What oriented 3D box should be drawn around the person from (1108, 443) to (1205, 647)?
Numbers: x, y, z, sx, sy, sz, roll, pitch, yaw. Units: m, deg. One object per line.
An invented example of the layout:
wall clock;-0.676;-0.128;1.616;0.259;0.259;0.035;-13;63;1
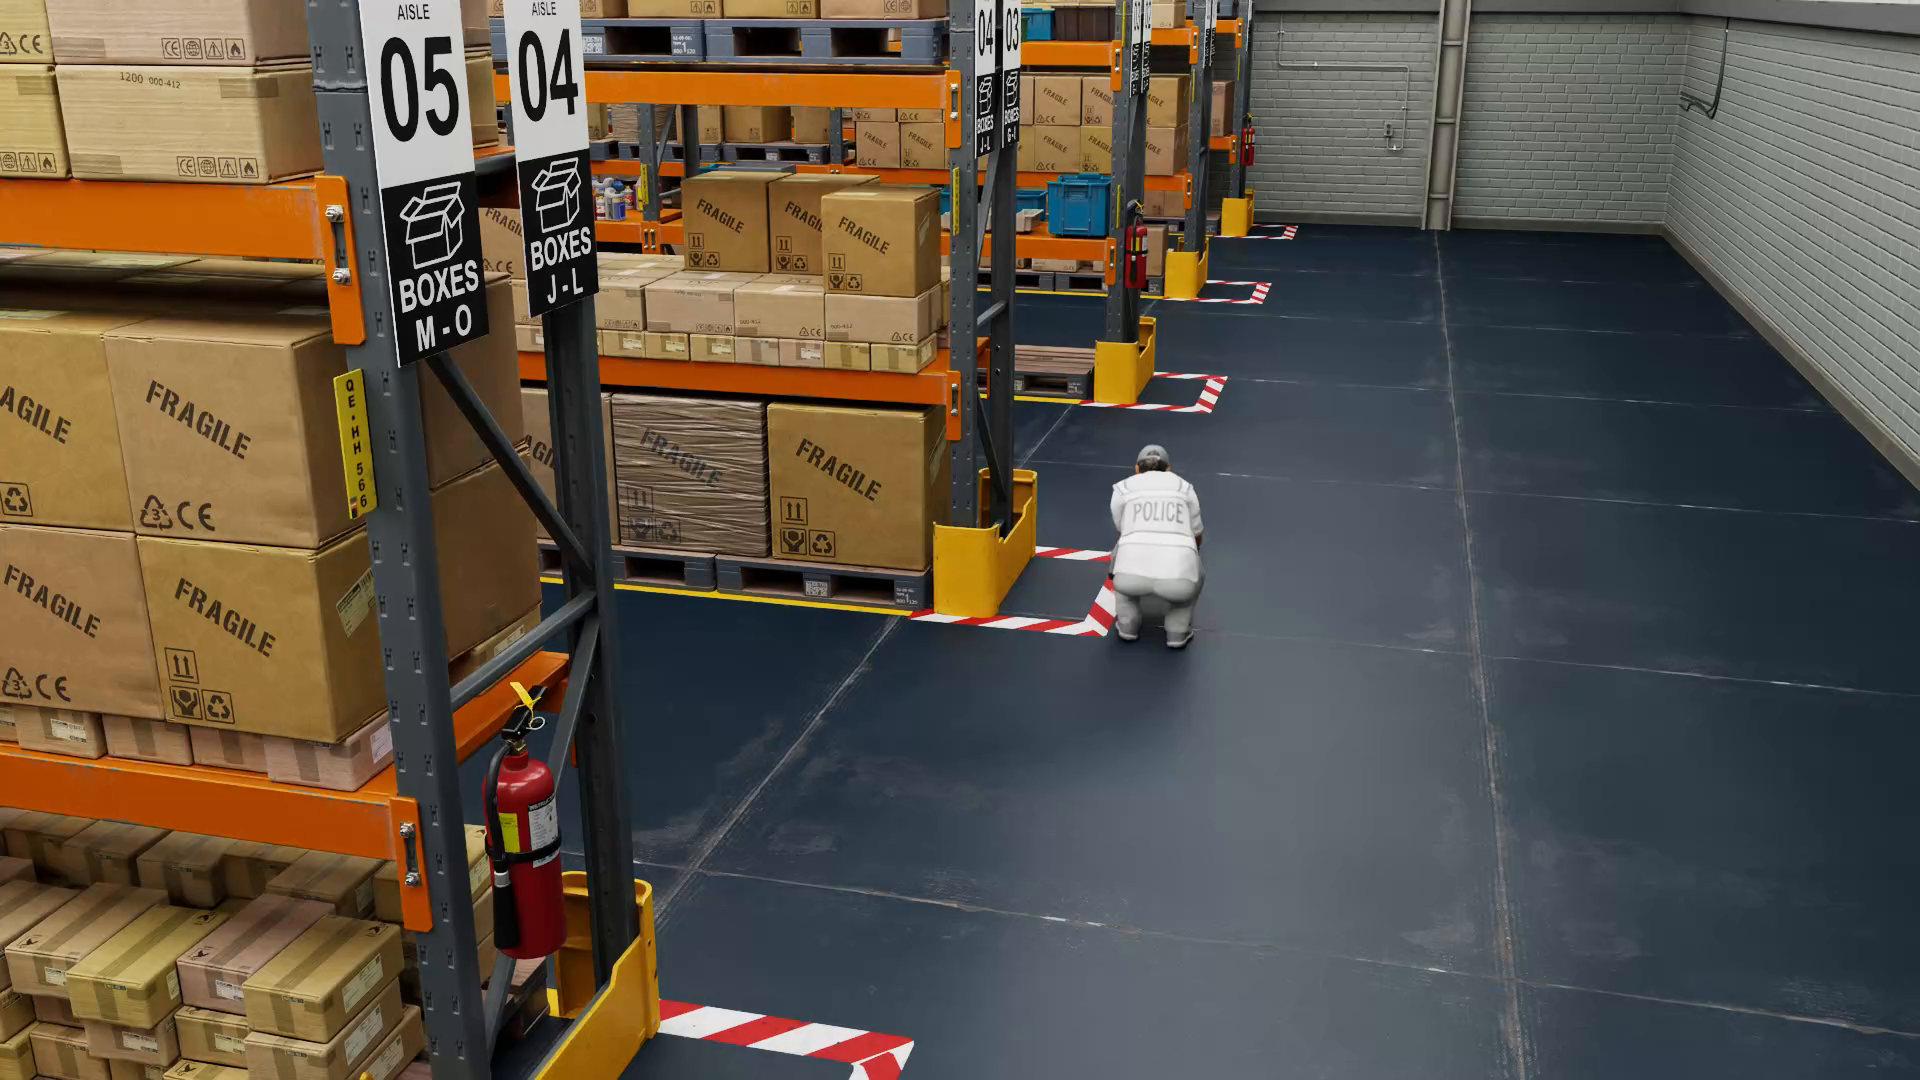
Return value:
person;1.022;0.027;8.634;0.502;0.950;0.876;3;19;10
